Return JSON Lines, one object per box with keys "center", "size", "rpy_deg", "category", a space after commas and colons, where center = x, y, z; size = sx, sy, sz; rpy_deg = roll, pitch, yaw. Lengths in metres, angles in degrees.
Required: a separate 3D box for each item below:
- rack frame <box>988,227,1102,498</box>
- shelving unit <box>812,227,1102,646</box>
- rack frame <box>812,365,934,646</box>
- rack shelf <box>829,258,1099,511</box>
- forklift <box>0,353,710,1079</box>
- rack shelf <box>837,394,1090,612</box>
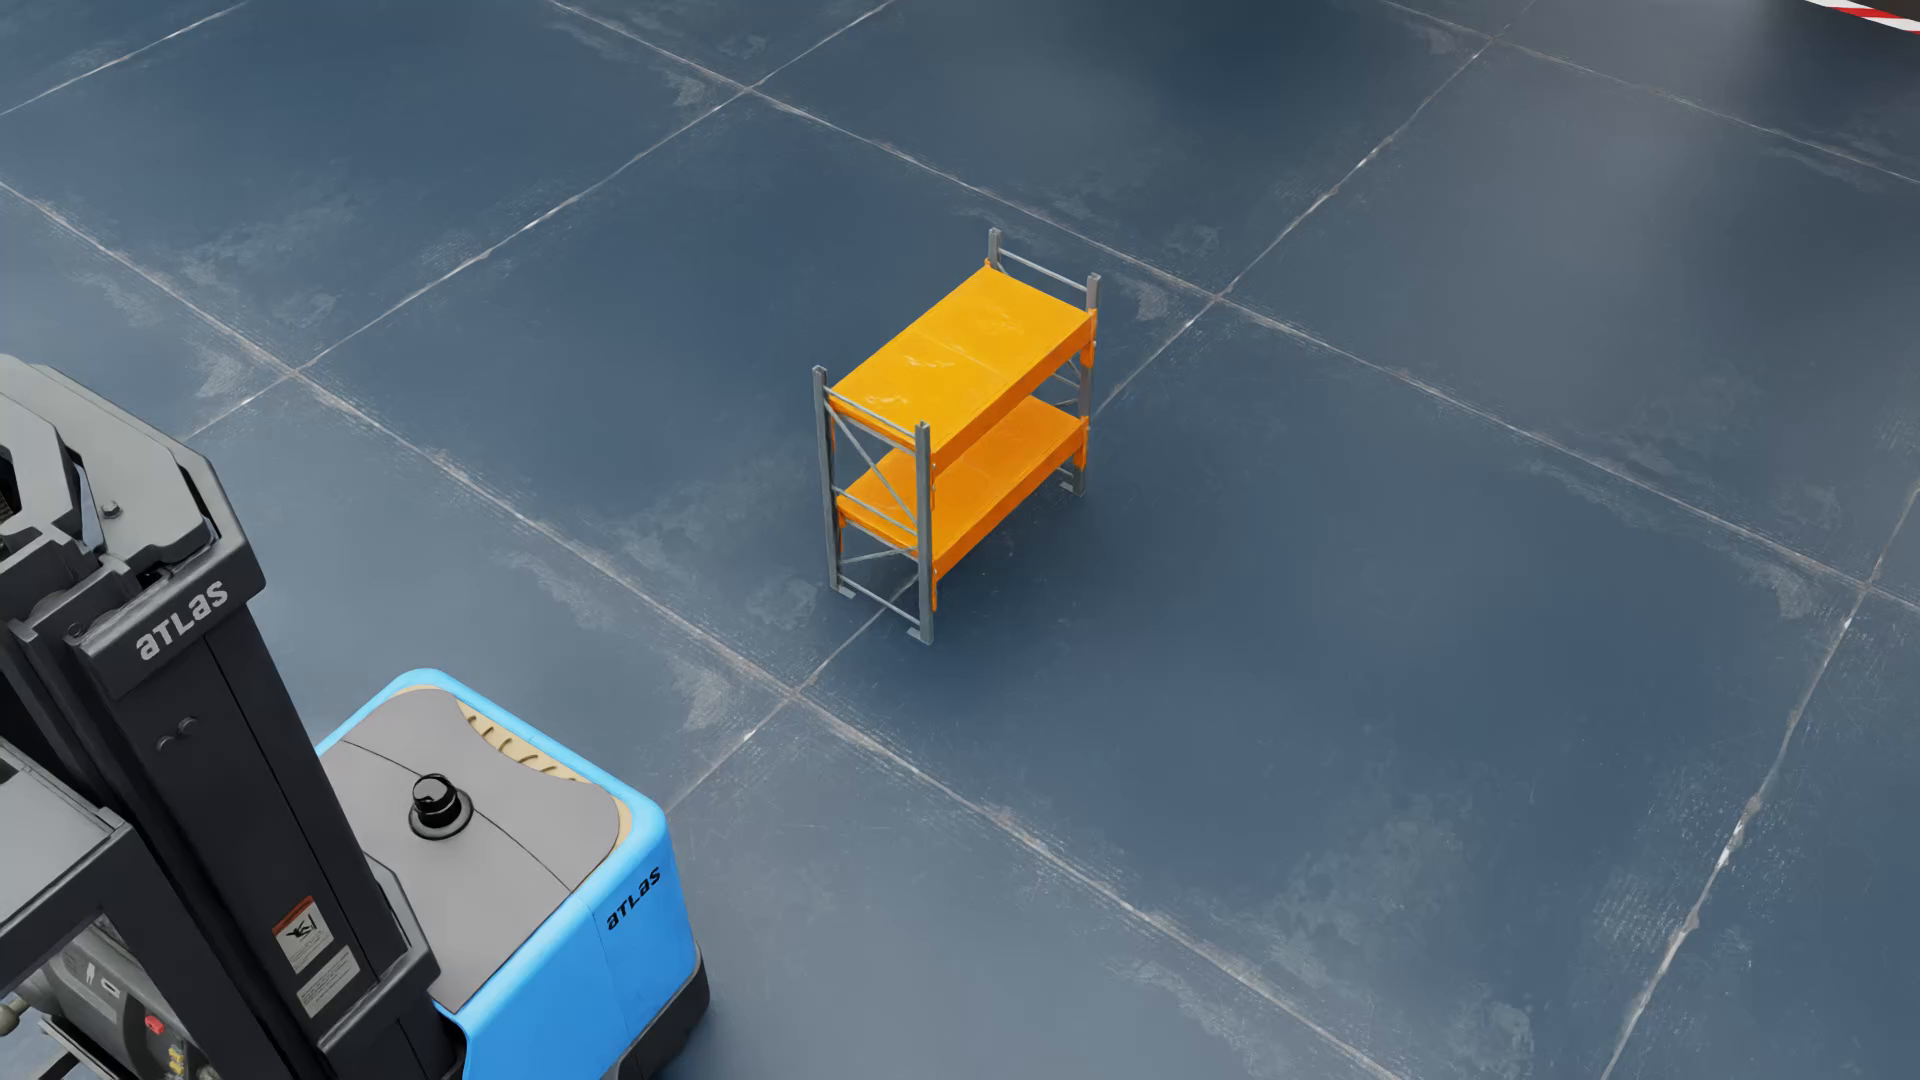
{"center": [0.315, -0.683, 6.625], "size": [0.500, 1.125, 0.032], "rpy_deg": [29, 53, 25], "category": "rack frame"}
{"center": [0.004, -0.392, 6.347], "size": [0.538, 1.125, 1.048], "rpy_deg": [29, 53, 25], "category": "shelving unit"}
{"center": [-0.307, -0.102, 6.069], "size": [0.500, 1.125, 0.032], "rpy_deg": [29, 53, 25], "category": "rack frame"}
{"center": [0.004, -0.595, 6.135], "size": [0.538, 0.278, 1.000], "rpy_deg": [29, 53, 25], "category": "rack shelf"}
{"center": [-2.033, 1.163, 3.613], "size": [1.130, 2.935, 3.031], "rpy_deg": [26, 52, 23], "category": "forklift"}
{"center": [0.004, -0.224, 6.524], "size": [0.538, 0.278, 1.000], "rpy_deg": [29, 53, 25], "category": "rack shelf"}
